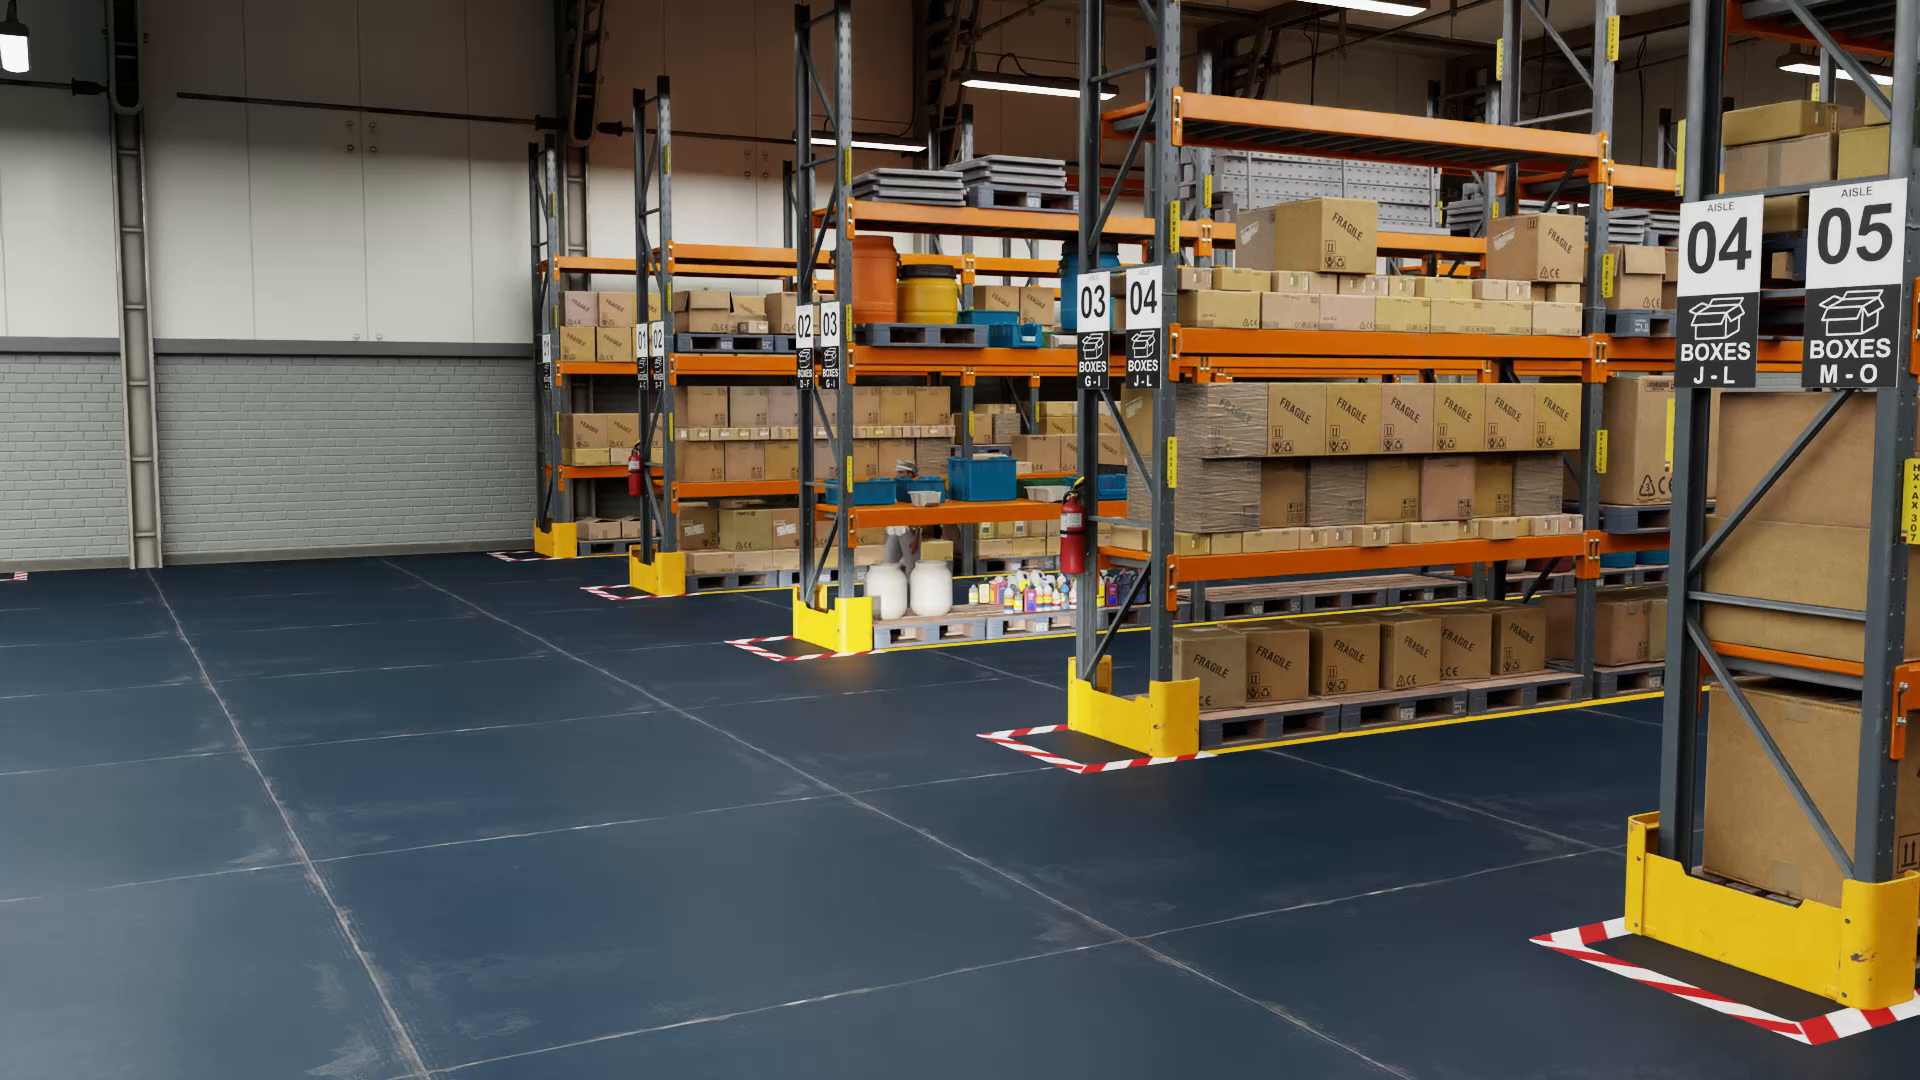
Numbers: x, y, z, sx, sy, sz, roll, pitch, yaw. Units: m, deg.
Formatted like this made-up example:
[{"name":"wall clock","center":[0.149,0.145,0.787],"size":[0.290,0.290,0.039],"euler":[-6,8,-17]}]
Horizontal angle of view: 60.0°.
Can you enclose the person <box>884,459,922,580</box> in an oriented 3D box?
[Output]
[{"name":"person","center":[-0.668,-0.025,17.626],"size":[0.694,1.673,0.462],"euler":[-5,7,-42]}]
